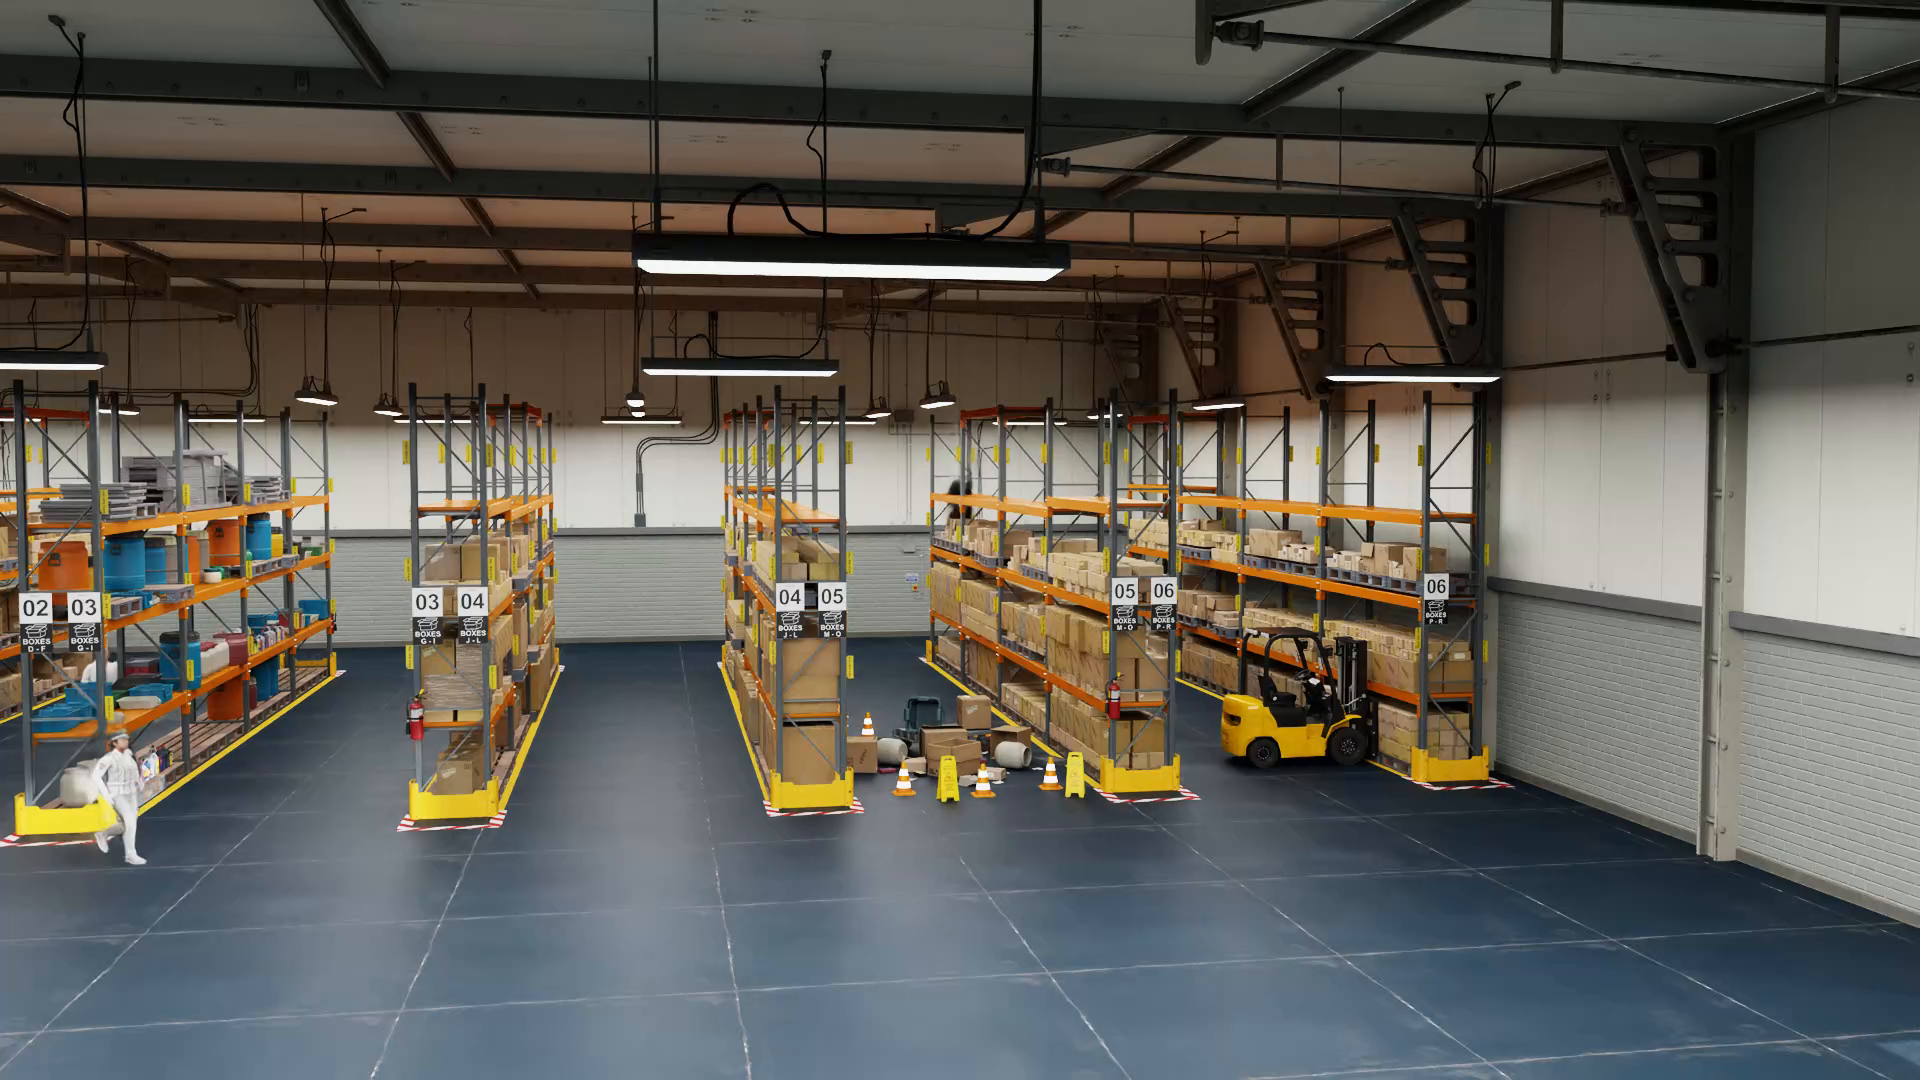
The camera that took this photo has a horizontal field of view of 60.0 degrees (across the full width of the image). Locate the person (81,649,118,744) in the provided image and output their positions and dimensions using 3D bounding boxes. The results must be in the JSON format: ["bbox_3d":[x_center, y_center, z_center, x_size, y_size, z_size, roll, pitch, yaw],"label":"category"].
[{"bbox_3d":[-14.550,2.699,28.268,0.702,1.731,0.673,-1,3,-20],"label":"person"}]

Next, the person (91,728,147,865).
[{"bbox_3d":[-10.325,3.142,20.444,0.683,1.675,0.661,1,3,11],"label":"person"}]
